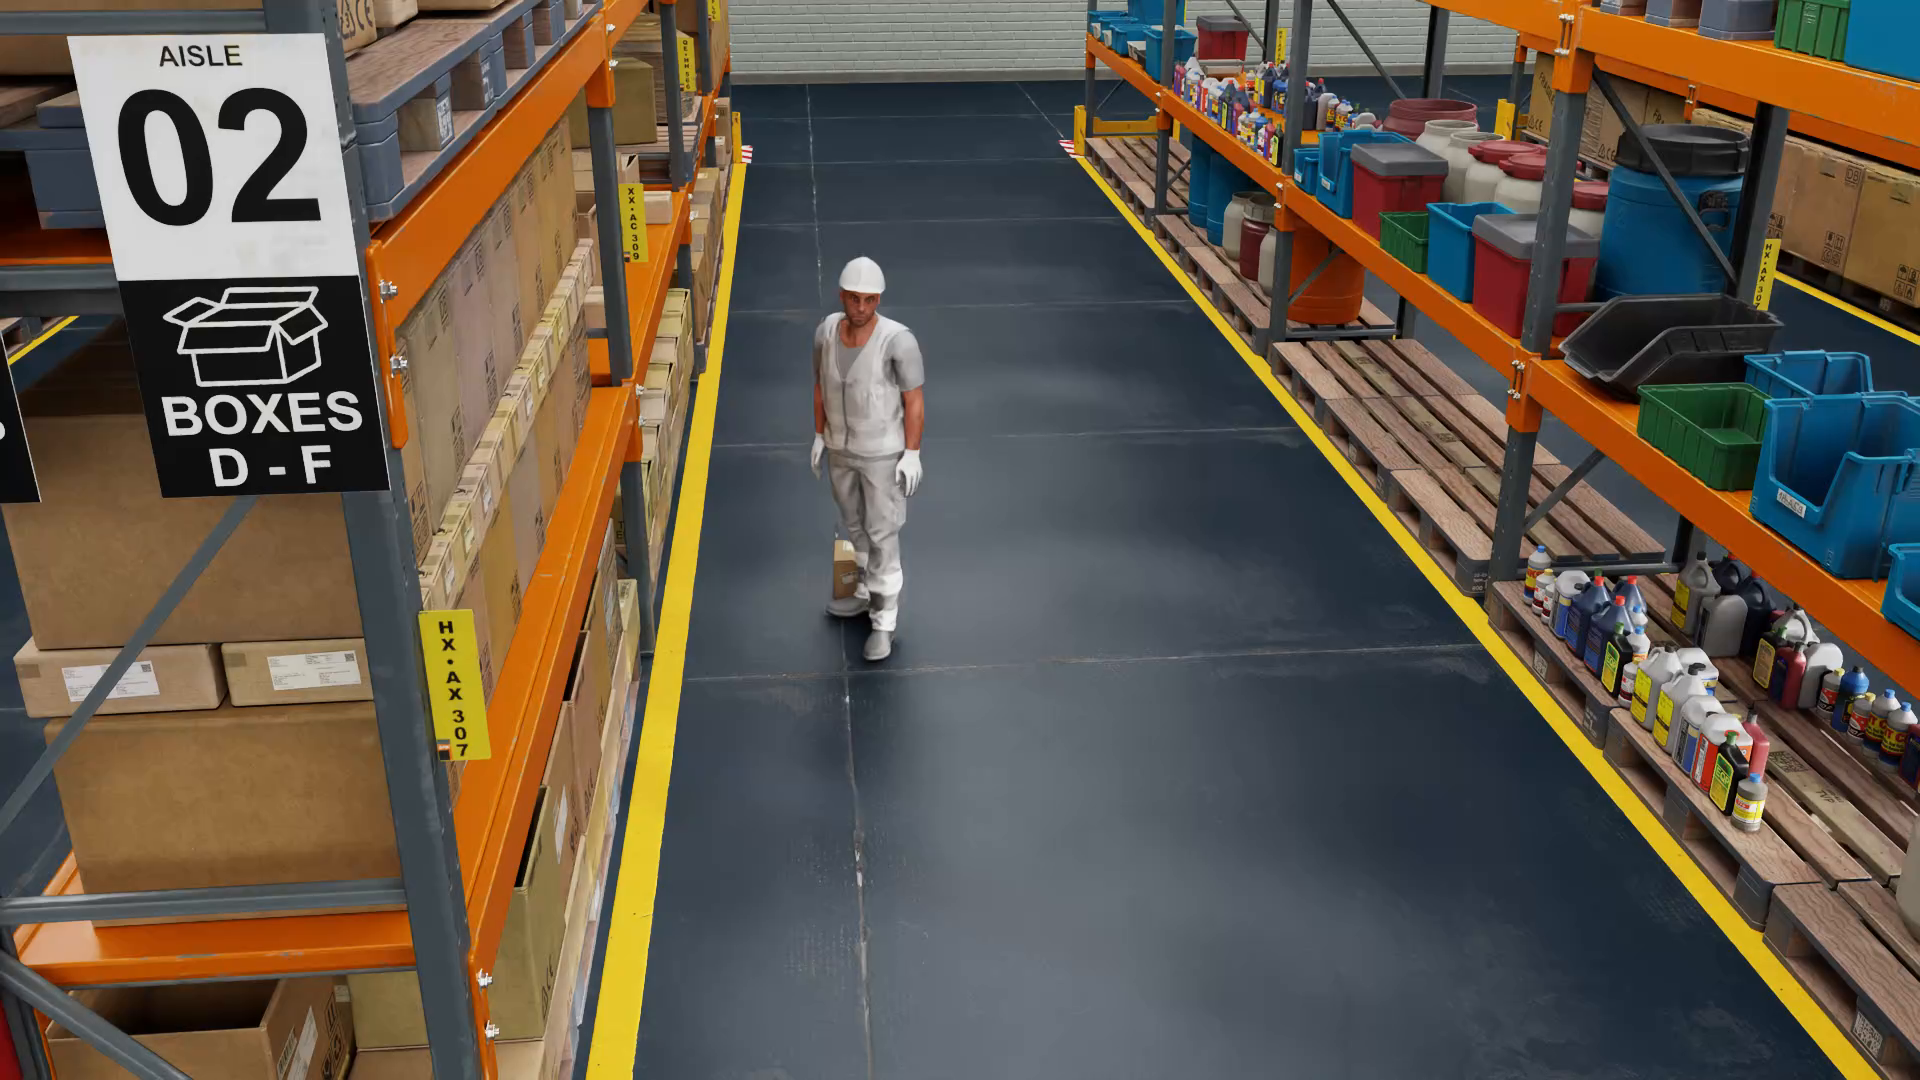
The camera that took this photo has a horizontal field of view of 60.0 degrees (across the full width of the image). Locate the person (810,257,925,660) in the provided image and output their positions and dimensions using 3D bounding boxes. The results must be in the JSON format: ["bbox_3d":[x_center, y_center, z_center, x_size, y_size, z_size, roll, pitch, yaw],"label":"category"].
[{"bbox_3d":[-0.428,-0.386,7.426,0.561,1.792,0.530,14,27,30],"label":"person"}]
